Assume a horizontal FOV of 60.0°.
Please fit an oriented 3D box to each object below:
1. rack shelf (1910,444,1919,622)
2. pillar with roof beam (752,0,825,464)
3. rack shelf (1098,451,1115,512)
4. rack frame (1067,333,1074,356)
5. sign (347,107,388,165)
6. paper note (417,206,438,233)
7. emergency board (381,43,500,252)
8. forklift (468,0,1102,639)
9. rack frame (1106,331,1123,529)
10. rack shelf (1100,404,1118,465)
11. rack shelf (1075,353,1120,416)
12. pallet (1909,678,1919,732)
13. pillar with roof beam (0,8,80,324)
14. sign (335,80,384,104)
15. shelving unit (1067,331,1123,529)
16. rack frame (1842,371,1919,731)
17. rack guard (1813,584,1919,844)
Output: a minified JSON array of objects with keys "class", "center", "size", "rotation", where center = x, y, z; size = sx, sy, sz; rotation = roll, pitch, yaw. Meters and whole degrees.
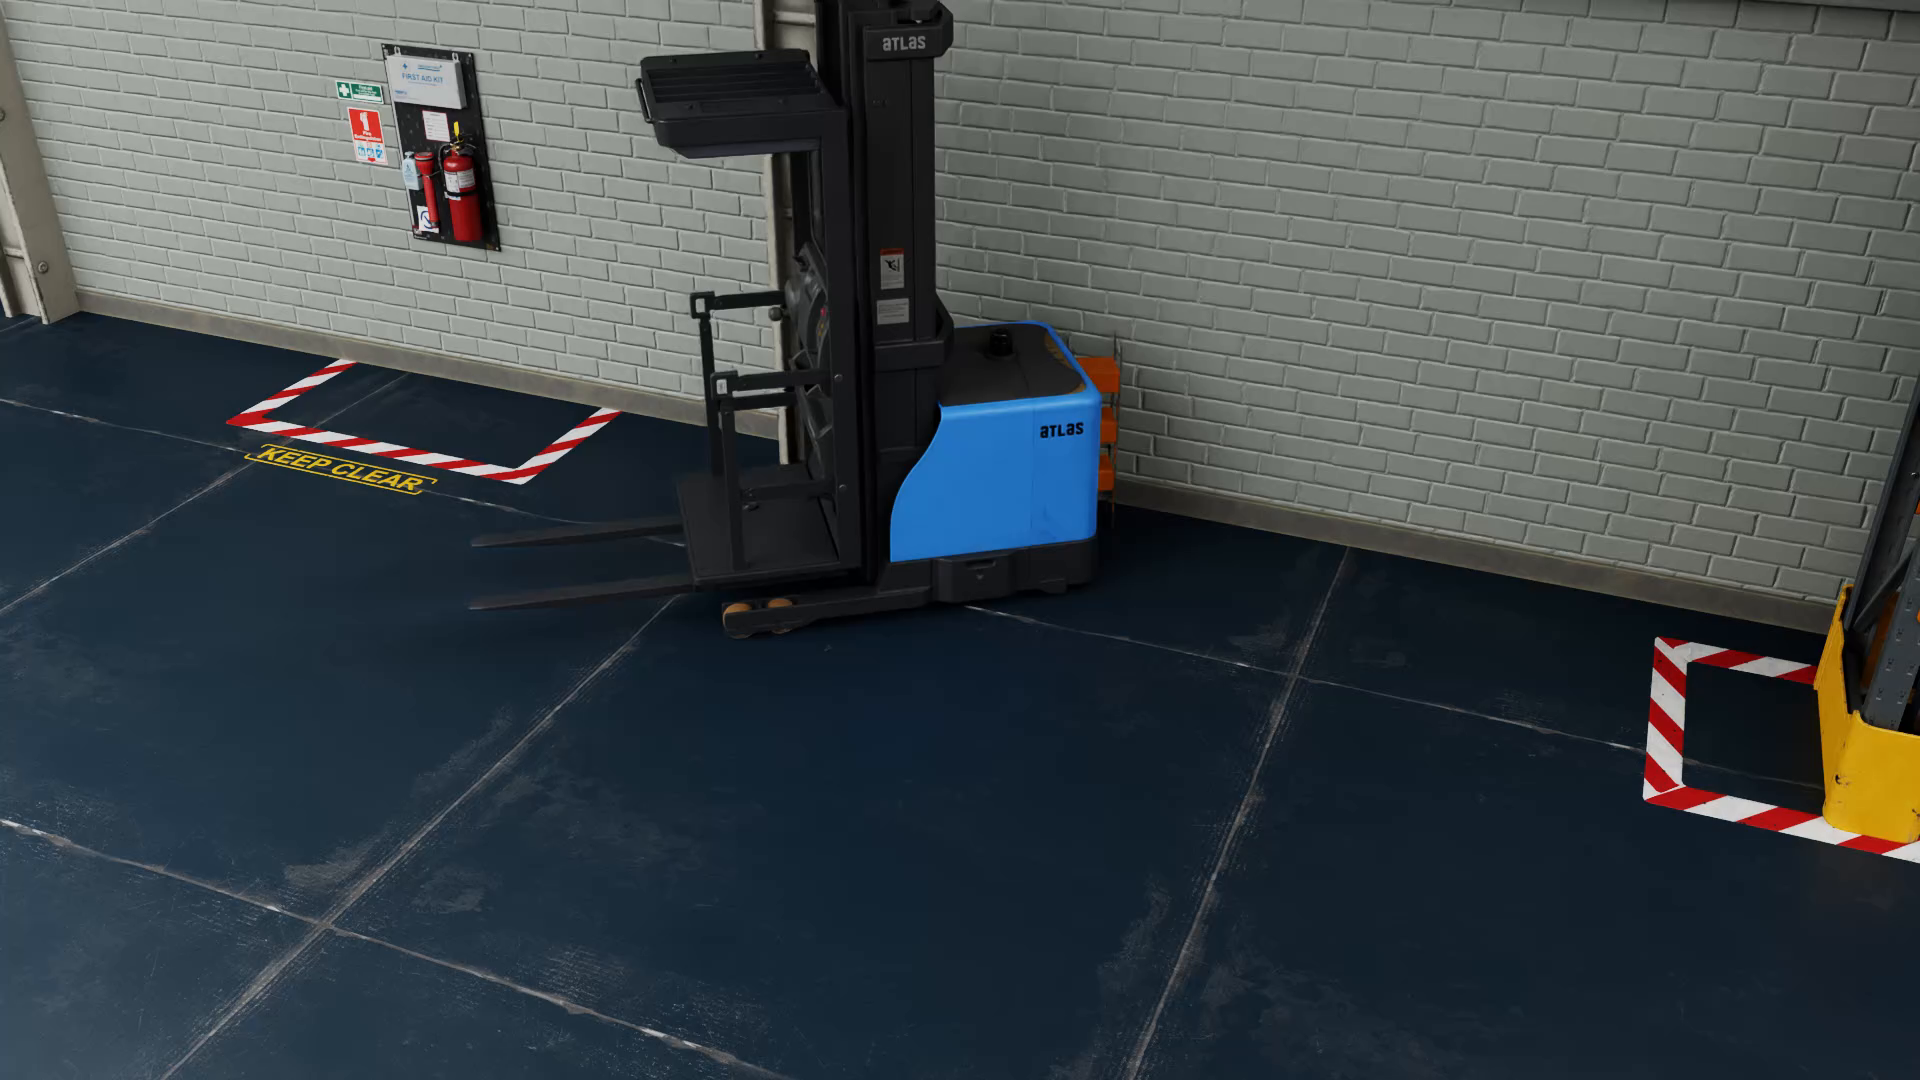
[{"class":"rack shelf","center":[5.648,0.283,5.931],"size":[4.000,0.370,1.077],"rotation":[11,31,19]},{"class":"pillar with roof beam","center":[-2.410,-2.423,3.892],"size":[0.400,9.000,9.100],"rotation":[11,31,19]},{"class":"rack shelf","center":[0.682,-0.306,8.811],"size":[0.240,0.259,0.215],"rotation":[-2,30,-4]},{"class":"rack frame","center":[0.560,-0.552,8.660],"size":[0.008,1.050,0.200],"rotation":[-2,30,-4]},{"class":"sign","center":[-3.540,-2.414,9.936],"size":[0.234,0.329,0.001],"rotation":[11,31,19]},{"class":"paper note","center":[-3.205,-1.930,10.011],"size":[0.142,0.148,0.016],"rotation":[11,31,19]},{"class":"emergency board","center":[-3.067,-2.249,9.681],"size":[0.643,1.169,0.194],"rotation":[11,31,19]},{"class":"forklift","center":[-0.888,-1.093,7.704],"size":[3.031,2.935,1.130],"rotation":[-7,30,-11]},{"class":"rack frame","center":[0.803,-0.562,8.677],"size":[0.008,1.050,0.200],"rotation":[-2,30,-4]},{"class":"rack shelf","center":[0.682,-0.548,8.674],"size":[0.240,0.259,0.215],"rotation":[-2,30,-4]},{"class":"rack shelf","center":[0.682,-0.795,8.534],"size":[0.240,0.259,0.215],"rotation":[-2,30,-4]},{"class":"pallet","center":[4.605,0.995,6.776],"size":[1.213,0.211,1.003],"rotation":[11,31,19]},{"class":"pillar with roof beam","center":[-7.969,-3.533,5.856],"size":[0.400,9.000,9.100],"rotation":[11,31,19]},{"class":"sign","center":[-3.539,-2.640,9.797],"size":[0.331,0.109,0.001],"rotation":[11,31,19]},{"class":"shelving unit","center":[0.682,-0.557,8.669],"size":[0.252,1.050,0.215],"rotation":[-2,30,-4]},{"class":"rack frame","center":[3.795,-0.400,6.409],"size":[0.127,3.000,1.000],"rotation":[11,31,19]},{"class":"rack guard","center":[3.865,0.703,6.999],"size":[0.348,0.500,1.175],"rotation":[11,31,19]}]
